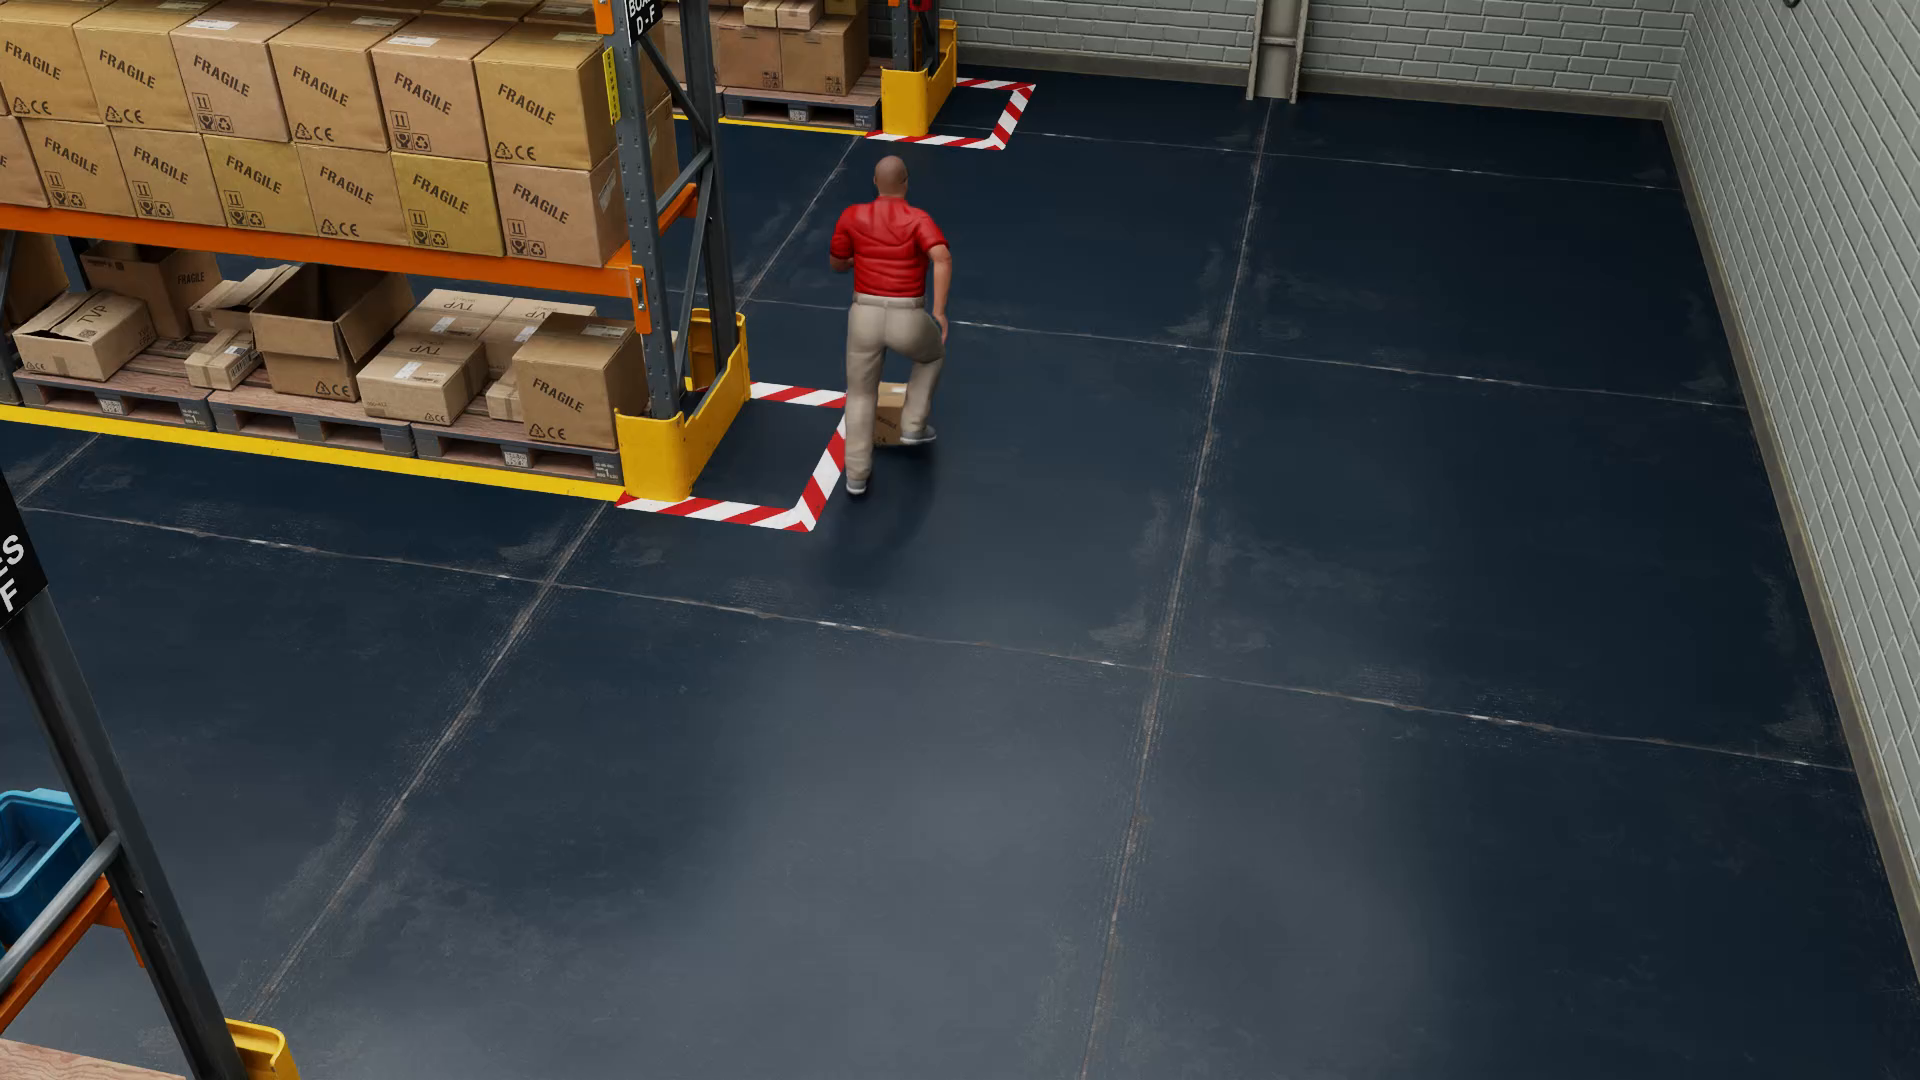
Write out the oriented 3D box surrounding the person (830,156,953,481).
[{"bbox_3d":[-0.345,-1.181,8.564,0.663,1.549,0.910,4,37,5],"label":"person"}]
